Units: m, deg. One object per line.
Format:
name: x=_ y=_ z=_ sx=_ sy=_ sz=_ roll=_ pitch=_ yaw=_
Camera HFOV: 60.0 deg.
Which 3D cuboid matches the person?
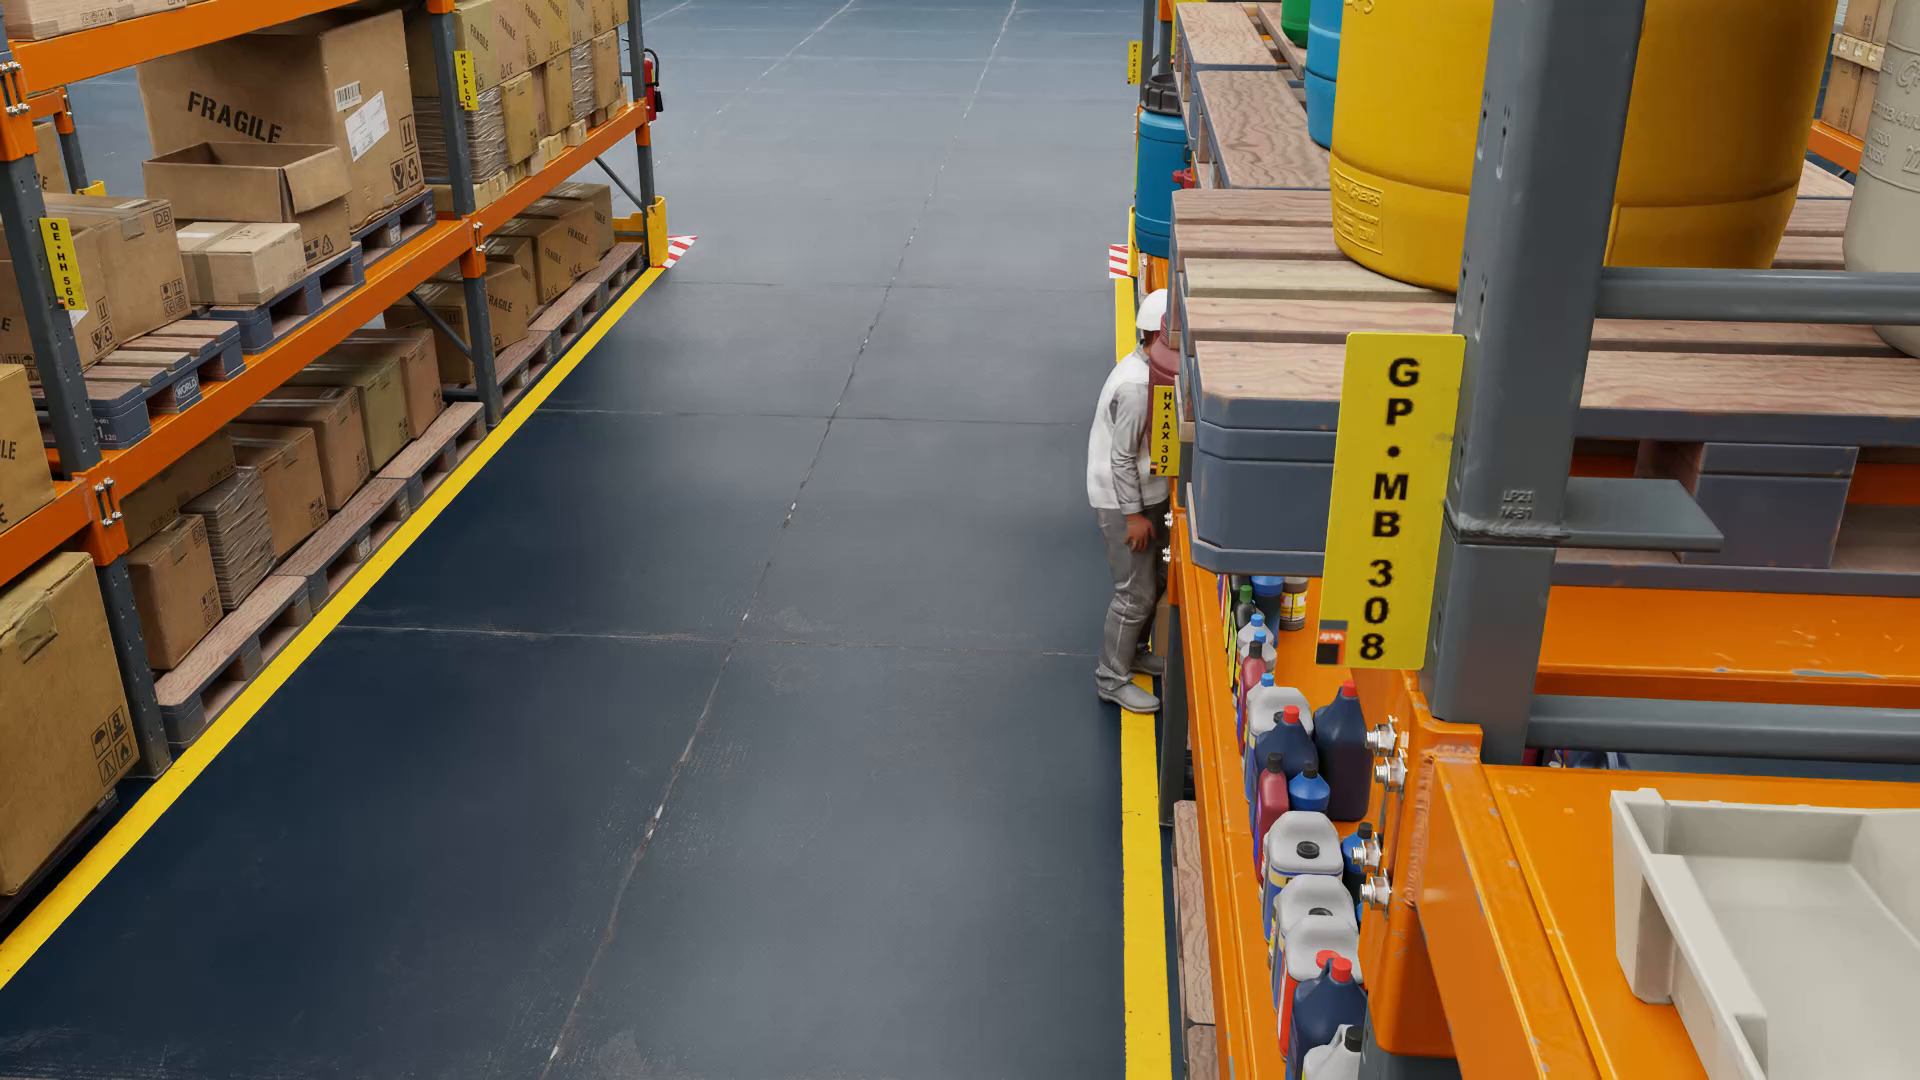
person: x=0.770 y=-0.187 z=6.984 sx=0.462 sy=1.772 sz=0.589 roll=9 pitch=26 yaw=18
